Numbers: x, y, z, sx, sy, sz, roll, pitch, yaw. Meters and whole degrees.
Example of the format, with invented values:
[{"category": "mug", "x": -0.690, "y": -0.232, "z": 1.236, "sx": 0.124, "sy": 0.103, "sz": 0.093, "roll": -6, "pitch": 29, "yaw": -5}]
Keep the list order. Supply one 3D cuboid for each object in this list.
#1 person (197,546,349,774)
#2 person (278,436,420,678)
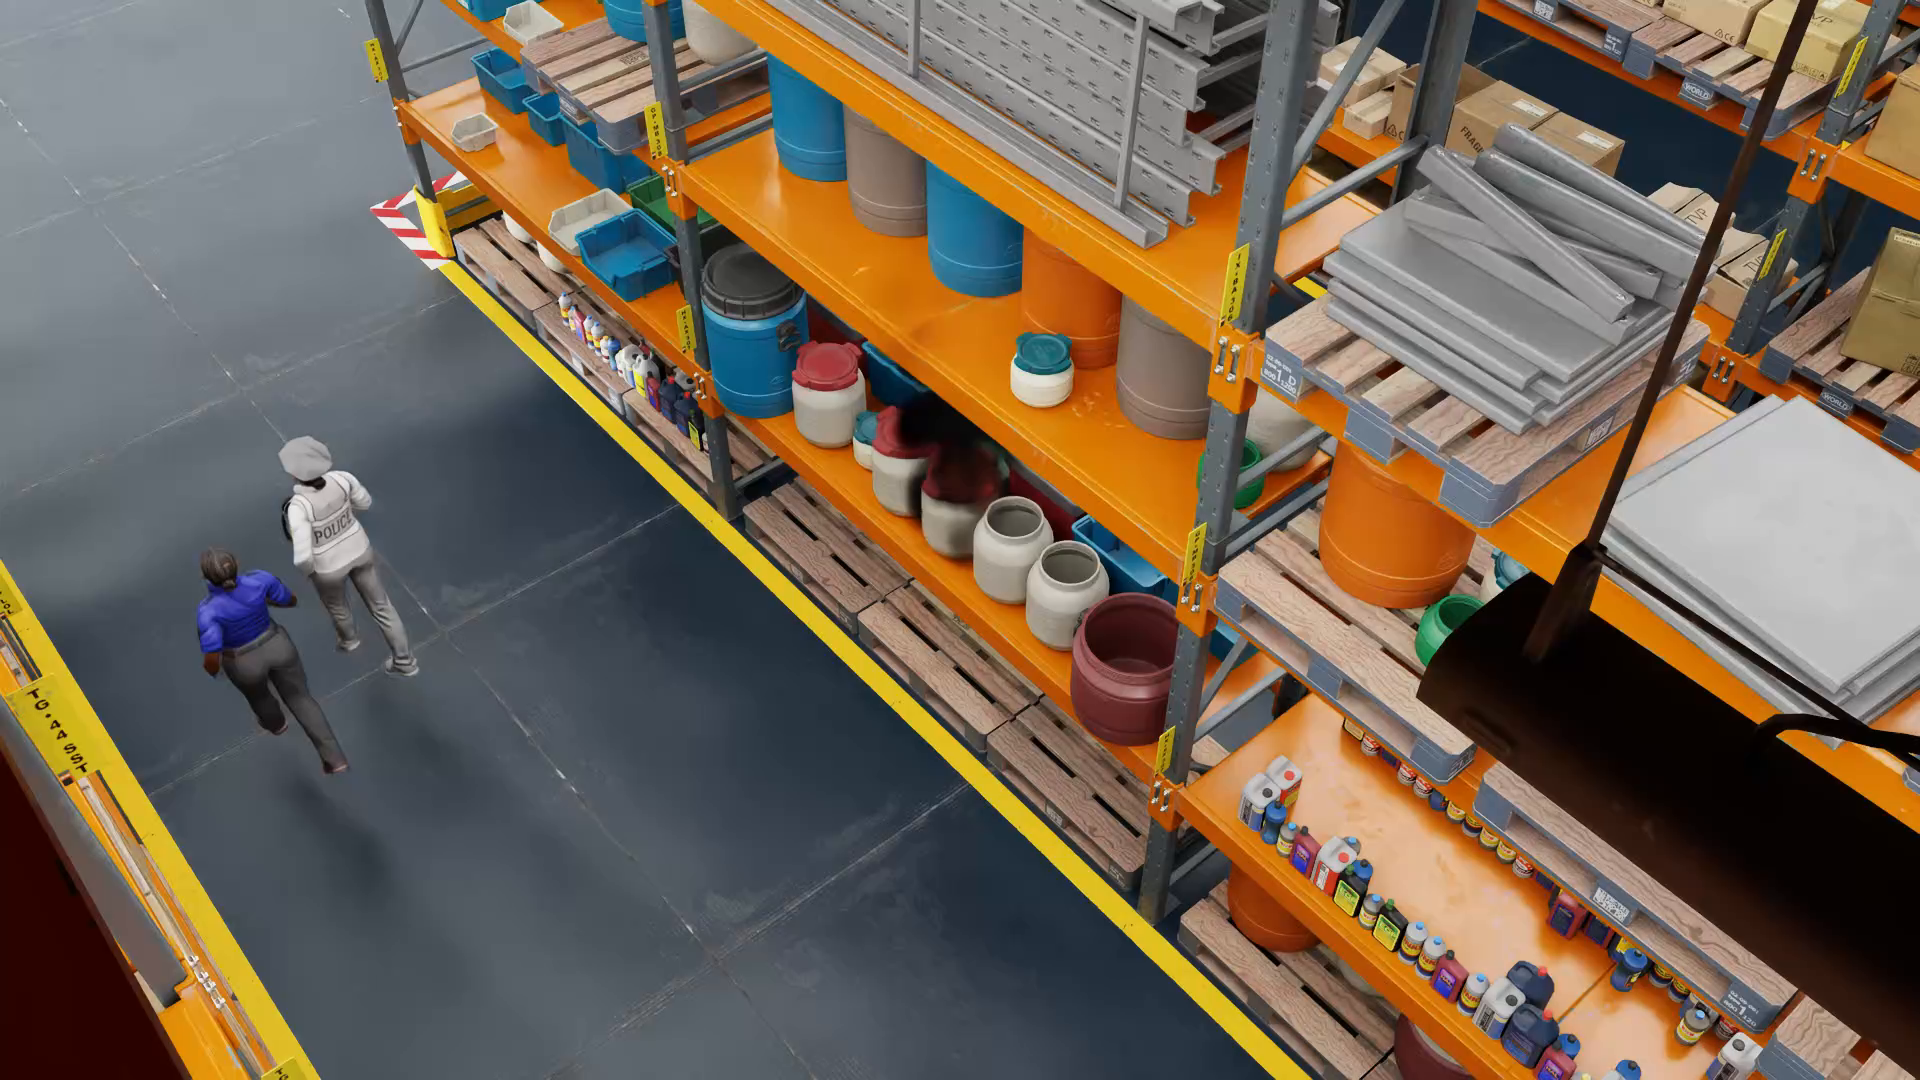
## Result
[{"category": "person", "x": -3.726, "y": 0.628, "z": 8.846, "sx": 0.592, "sy": 1.673, "sz": 0.862, "roll": -36, "pitch": 56, "yaw": -29}, {"category": "person", "x": -3.452, "y": 0.136, "z": 9.297, "sx": 0.740, "sy": 1.779, "sz": 0.598, "roll": 34, "pitch": 55, "yaw": 28}]
